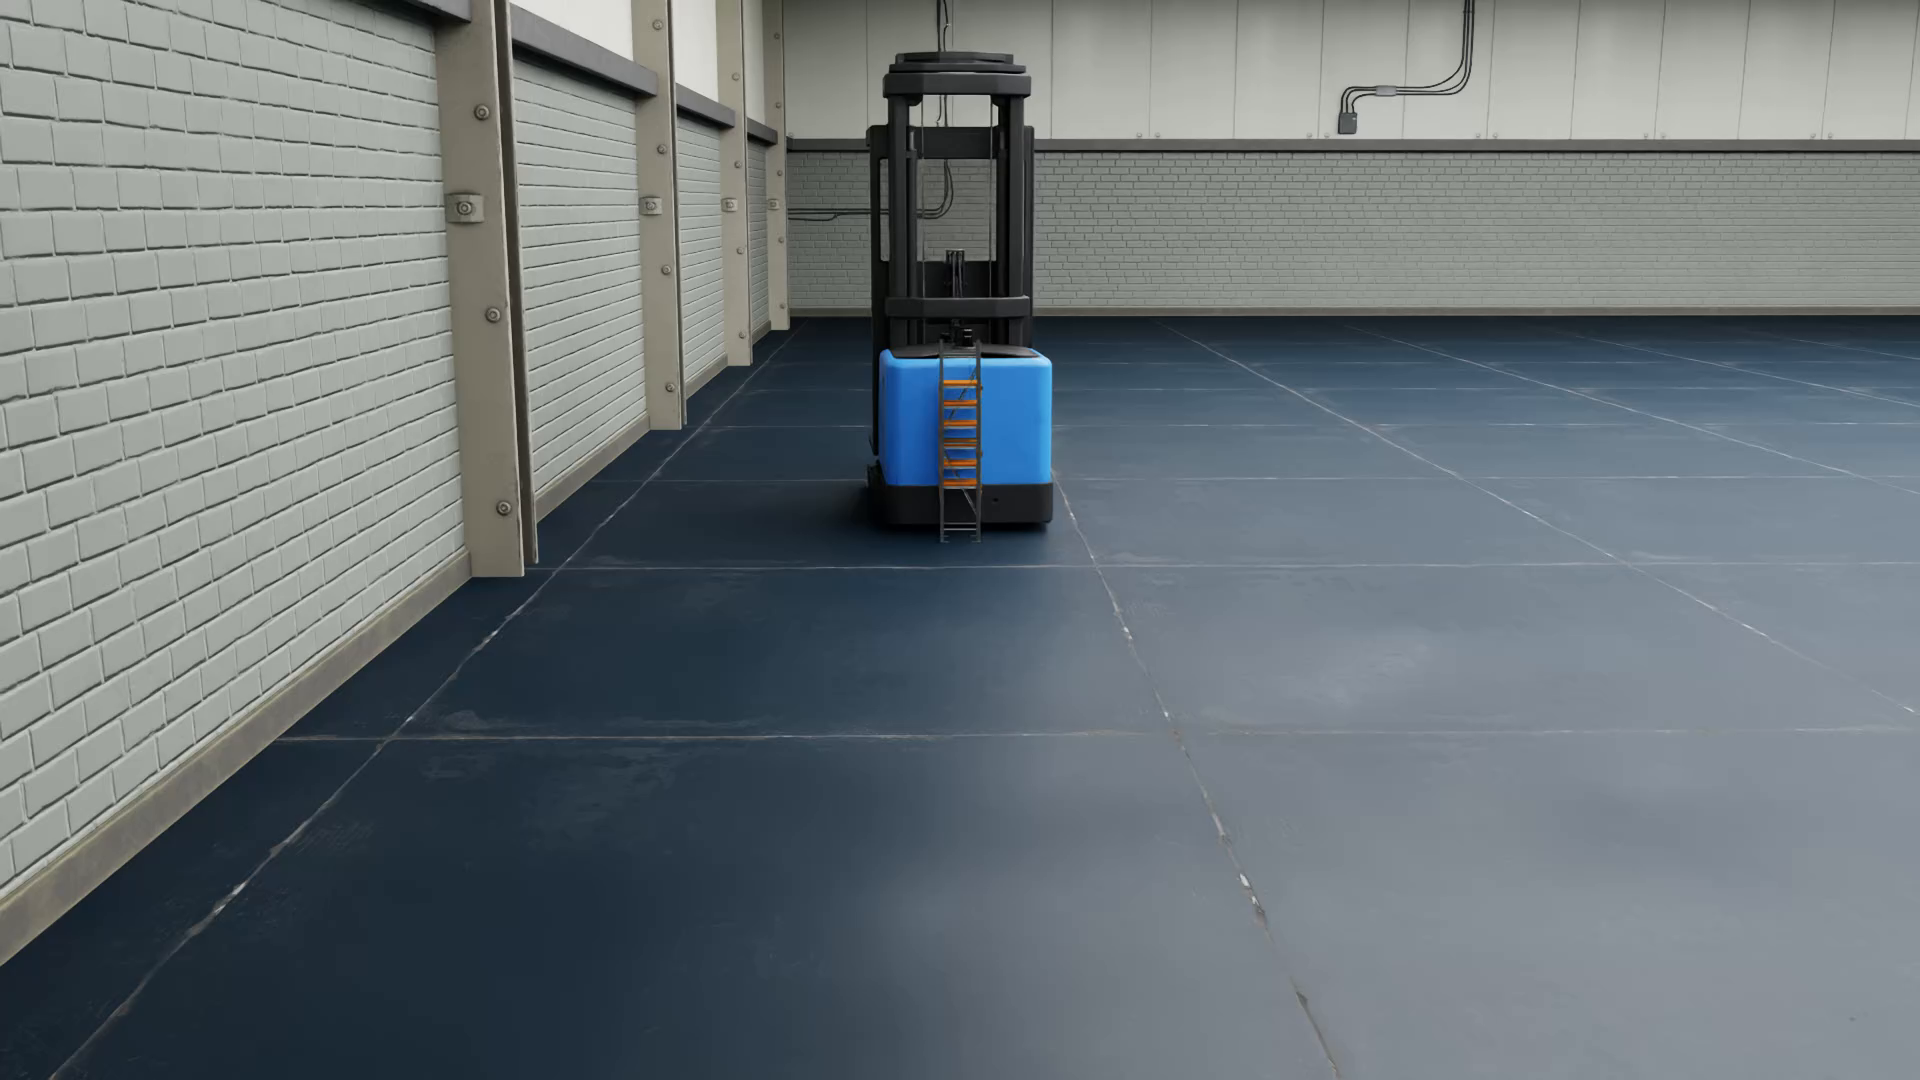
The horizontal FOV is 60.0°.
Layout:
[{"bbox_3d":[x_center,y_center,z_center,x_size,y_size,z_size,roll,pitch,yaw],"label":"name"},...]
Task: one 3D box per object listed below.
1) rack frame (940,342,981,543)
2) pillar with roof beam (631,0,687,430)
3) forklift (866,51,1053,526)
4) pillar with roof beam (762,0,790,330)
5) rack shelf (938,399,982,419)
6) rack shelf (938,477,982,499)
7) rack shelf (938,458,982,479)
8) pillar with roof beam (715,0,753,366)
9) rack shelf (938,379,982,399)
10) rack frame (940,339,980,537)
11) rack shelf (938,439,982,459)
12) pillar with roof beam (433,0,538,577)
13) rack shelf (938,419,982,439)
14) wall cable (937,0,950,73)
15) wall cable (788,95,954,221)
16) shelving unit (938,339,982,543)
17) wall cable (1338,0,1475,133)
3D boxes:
[{"bbox_3d":[0.002,-0.573,9.864,0.240,1.200,0.006,0,11,-1],"label":"rack frame"},{"bbox_3d":[1.633,-5.459,14.332,9.100,9.000,0.400,0,11,-1],"label":"pillar with roof beam"},{"bbox_3d":[-0.076,-1.767,11.397,1.130,2.935,3.031,-1,12,-5],"label":"forklift"},{"bbox_3d":[1.385,-7.844,26.090,9.100,9.000,0.400,0,11,-1],"label":"pillar with roof beam"},{"bbox_3d":[0.000,-0.783,9.915,0.258,0.103,0.180,0,11,-1],"label":"rack shelf"},{"bbox_3d":[0.000,-0.312,10.011,0.258,0.103,0.180,0,11,-1],"label":"rack shelf"},{"bbox_3d":[0.000,-0.430,9.987,0.258,0.103,0.180,0,11,-1],"label":"rack shelf"},{"bbox_3d":[1.509,-6.651,20.211,9.100,9.000,0.400,0,11,-1],"label":"pillar with roof beam"},{"bbox_3d":[0.000,-0.900,9.891,0.258,0.103,0.180,0,11,-1],"label":"rack shelf"},{"bbox_3d":[-0.002,-0.609,10.044,0.240,1.200,0.006,0,11,-1],"label":"rack frame"},{"bbox_3d":[0.000,-0.547,9.963,0.258,0.103,0.180,0,11,-1],"label":"rack shelf"},{"bbox_3d":[1.757,-4.266,8.453,9.100,9.000,0.400,0,11,-1],"label":"pillar with roof beam"},{"bbox_3d":[0.000,-0.665,9.939,0.258,0.103,0.180,0,11,-1],"label":"rack shelf"},{"bbox_3d":[1.047,-9.382,28.777,3.097,2.526,0.112,0,11,-1],"label":"wall cable"},{"bbox_3d":[-1.658,-6.895,29.225,3.097,2.526,0.112,0,11,-1],"label":"wall cable"},{"bbox_3d":[0.000,-0.591,9.954,0.258,1.200,0.189,0,11,-1],"label":"shelving unit"},{"bbox_3d":[7.834,-10.120,28.755,2.305,6.003,0.169,0,11,-1],"label":"wall cable"}]
